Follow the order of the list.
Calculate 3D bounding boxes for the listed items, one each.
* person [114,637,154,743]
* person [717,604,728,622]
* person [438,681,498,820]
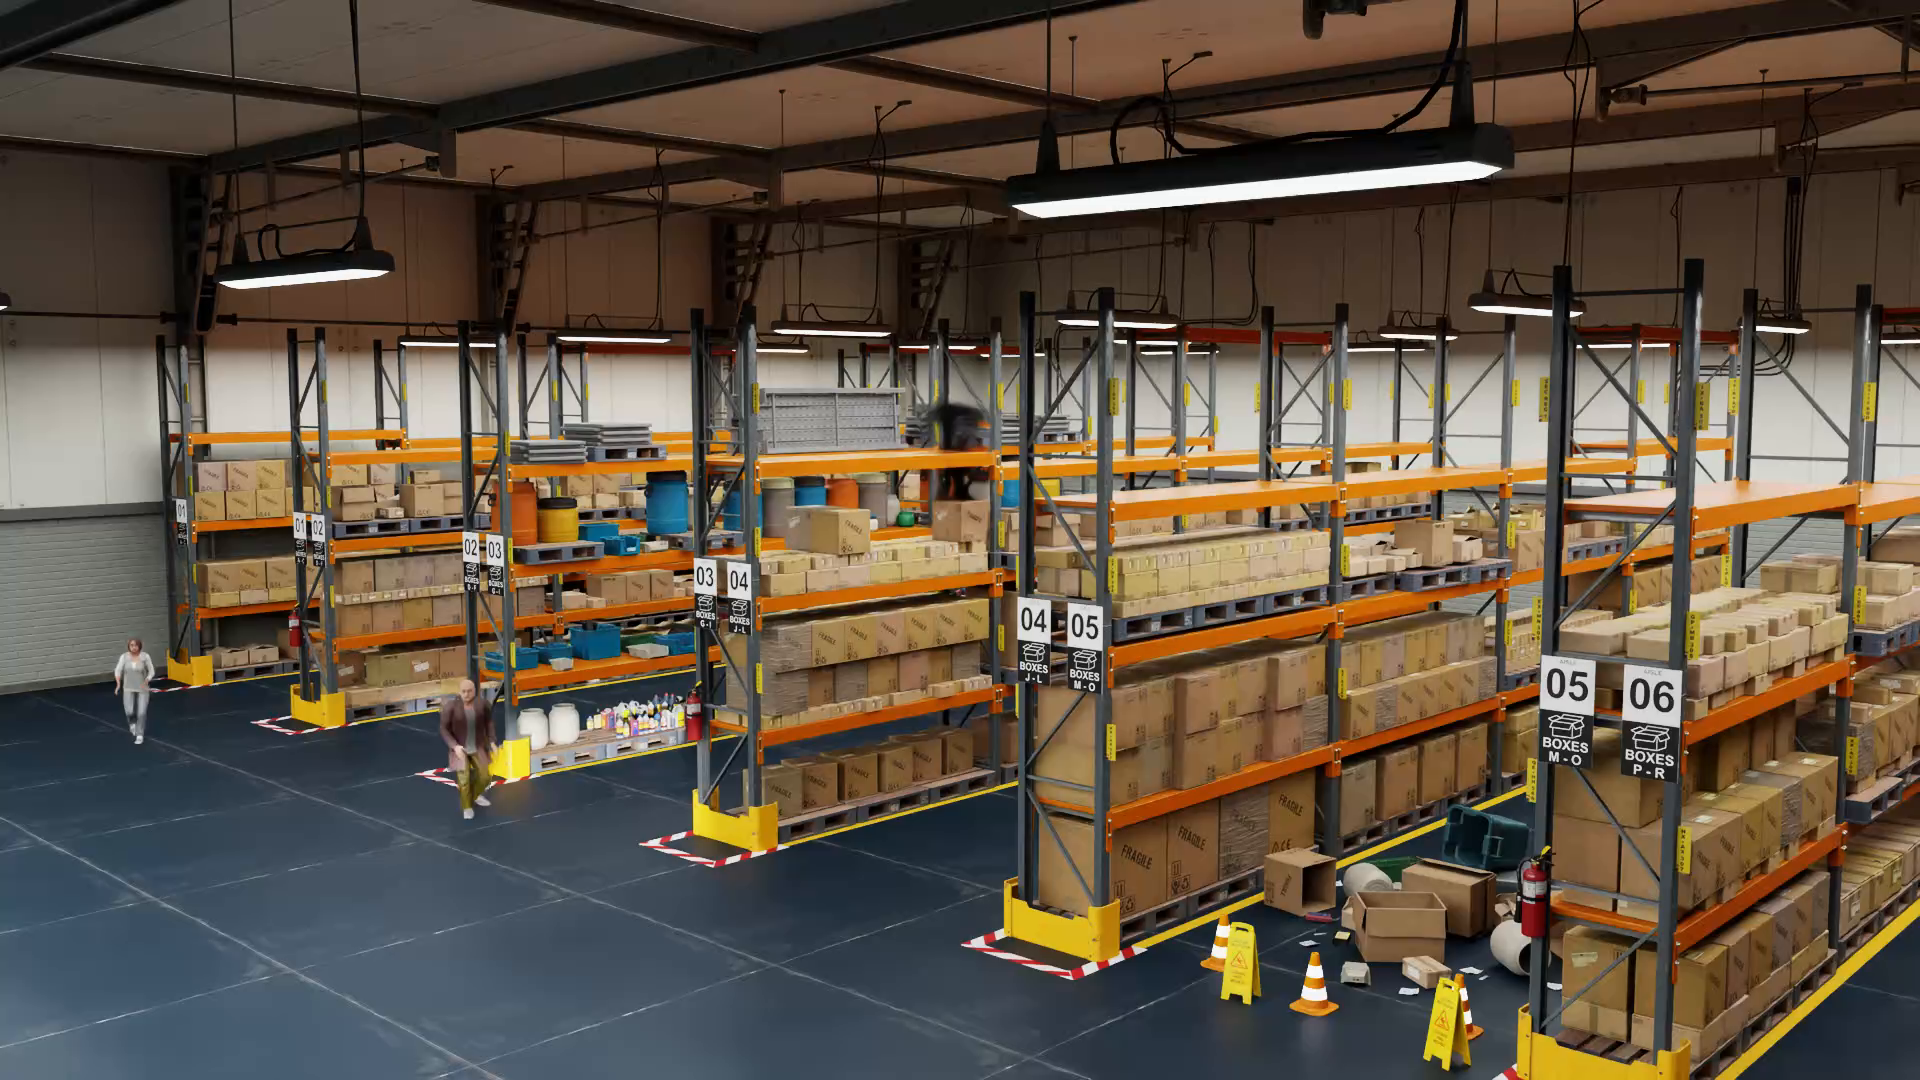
[{"bbox_3d":[-11.796,2.158,23.757,0.525,1.552,0.627,-2,6,-21],"label":"person"},{"bbox_3d":[-4.688,1.210,33.443,0.933,1.673,0.573,-5,7,-41],"label":"person"},{"bbox_3d":[-5.820,2.476,19.650,0.695,1.687,0.814,-3,6,-29],"label":"person"}]
